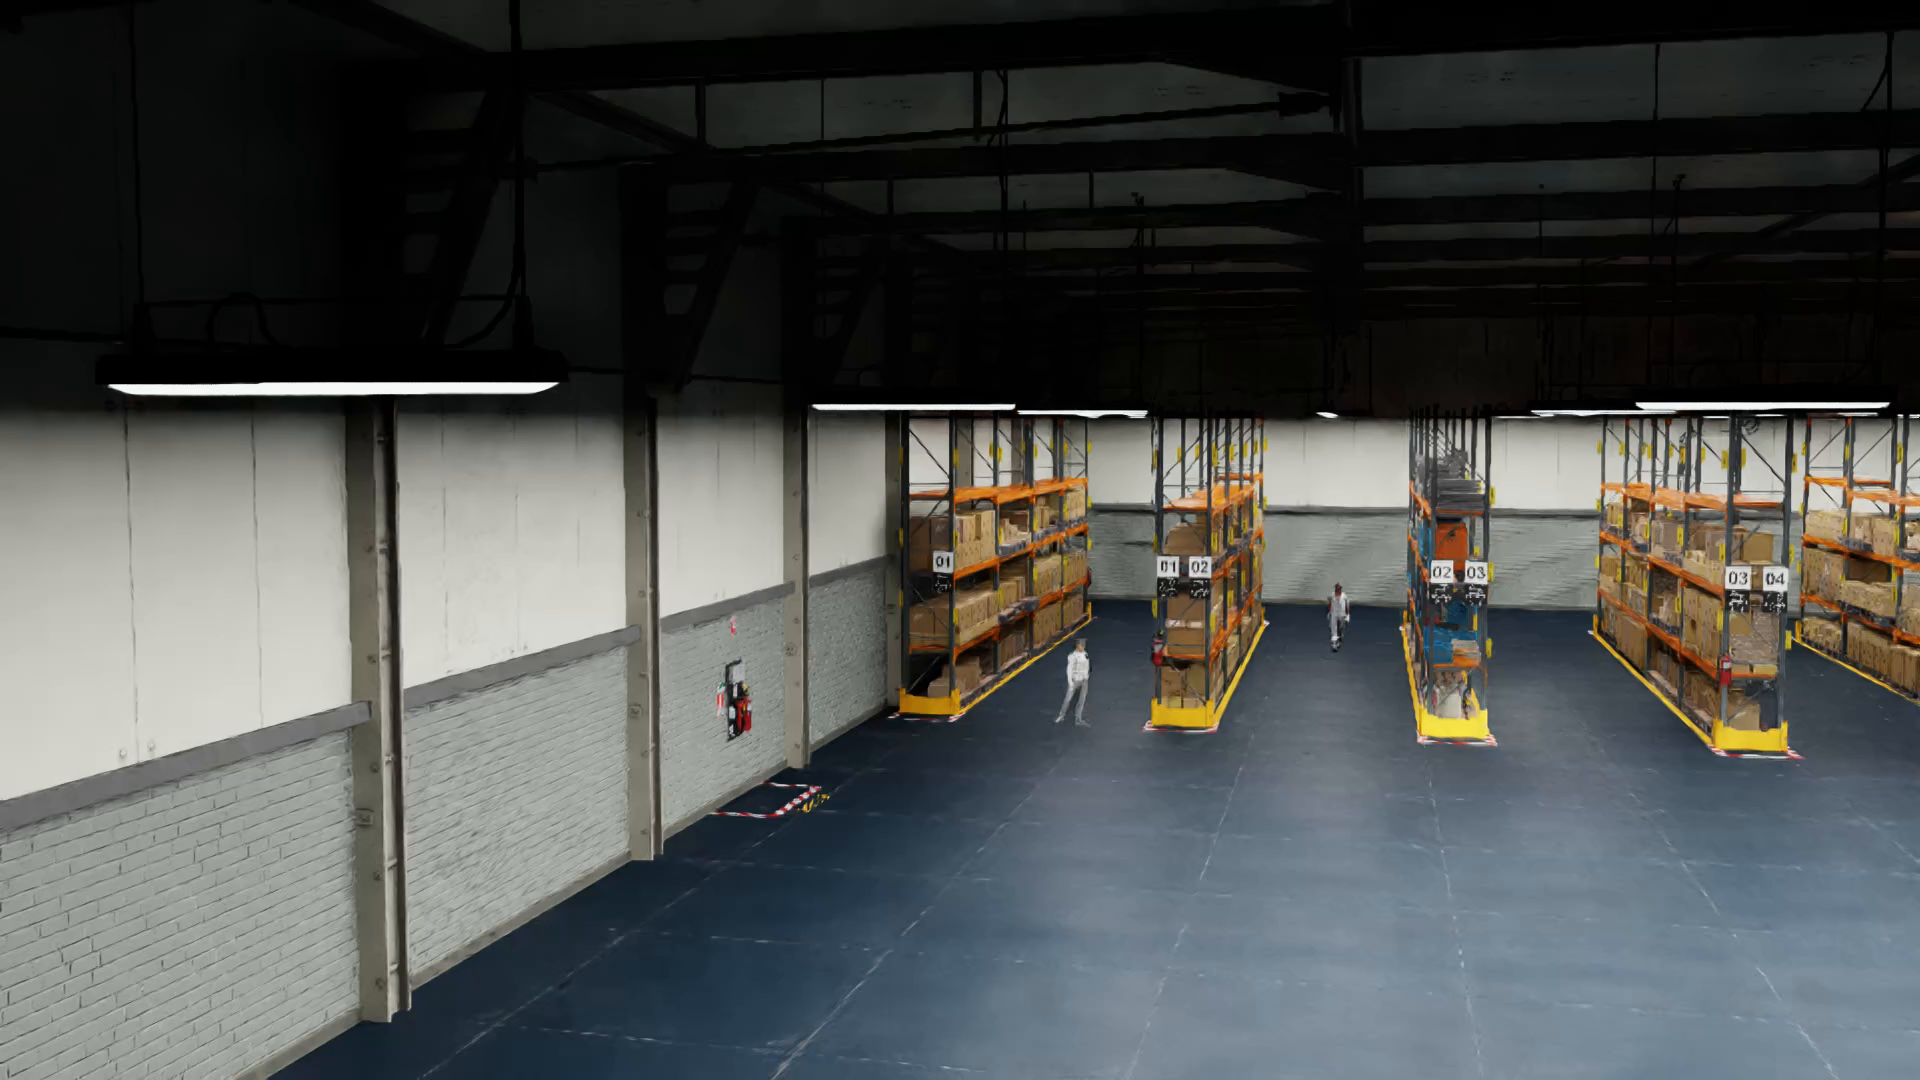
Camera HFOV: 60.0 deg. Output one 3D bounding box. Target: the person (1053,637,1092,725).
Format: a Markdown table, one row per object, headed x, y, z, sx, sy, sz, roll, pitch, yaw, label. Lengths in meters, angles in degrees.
| x | y | z | sx | sy | sz | roll | pitch | yaw | label |
| --- | --- | --- | --- | --- | --- | --- | --- | --- | --- |
| 2.110 | 2.654 | 31.285 | 0.668 | 1.664 | 0.490 | -2 | 5 | -30 | person |

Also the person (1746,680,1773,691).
| x | y | z | sx | sy | sz | roll | pitch | yaw | label |
| --- | --- | --- | --- | --- | --- | --- | --- | --- | --- |
| 16.981 | 2.330 | 35.395 | 0.542 | 1.675 | 1.126 | 1 | 4 | 16 | person |

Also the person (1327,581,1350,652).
| x | y | z | sx | sy | sz | roll | pitch | yaw | label |
| --- | --- | --- | --- | --- | --- | --- | --- | --- | --- |
| 9.423 | 1.887 | 41.384 | 0.565 | 1.736 | 1.045 | 1 | 4 | 13 | person |
